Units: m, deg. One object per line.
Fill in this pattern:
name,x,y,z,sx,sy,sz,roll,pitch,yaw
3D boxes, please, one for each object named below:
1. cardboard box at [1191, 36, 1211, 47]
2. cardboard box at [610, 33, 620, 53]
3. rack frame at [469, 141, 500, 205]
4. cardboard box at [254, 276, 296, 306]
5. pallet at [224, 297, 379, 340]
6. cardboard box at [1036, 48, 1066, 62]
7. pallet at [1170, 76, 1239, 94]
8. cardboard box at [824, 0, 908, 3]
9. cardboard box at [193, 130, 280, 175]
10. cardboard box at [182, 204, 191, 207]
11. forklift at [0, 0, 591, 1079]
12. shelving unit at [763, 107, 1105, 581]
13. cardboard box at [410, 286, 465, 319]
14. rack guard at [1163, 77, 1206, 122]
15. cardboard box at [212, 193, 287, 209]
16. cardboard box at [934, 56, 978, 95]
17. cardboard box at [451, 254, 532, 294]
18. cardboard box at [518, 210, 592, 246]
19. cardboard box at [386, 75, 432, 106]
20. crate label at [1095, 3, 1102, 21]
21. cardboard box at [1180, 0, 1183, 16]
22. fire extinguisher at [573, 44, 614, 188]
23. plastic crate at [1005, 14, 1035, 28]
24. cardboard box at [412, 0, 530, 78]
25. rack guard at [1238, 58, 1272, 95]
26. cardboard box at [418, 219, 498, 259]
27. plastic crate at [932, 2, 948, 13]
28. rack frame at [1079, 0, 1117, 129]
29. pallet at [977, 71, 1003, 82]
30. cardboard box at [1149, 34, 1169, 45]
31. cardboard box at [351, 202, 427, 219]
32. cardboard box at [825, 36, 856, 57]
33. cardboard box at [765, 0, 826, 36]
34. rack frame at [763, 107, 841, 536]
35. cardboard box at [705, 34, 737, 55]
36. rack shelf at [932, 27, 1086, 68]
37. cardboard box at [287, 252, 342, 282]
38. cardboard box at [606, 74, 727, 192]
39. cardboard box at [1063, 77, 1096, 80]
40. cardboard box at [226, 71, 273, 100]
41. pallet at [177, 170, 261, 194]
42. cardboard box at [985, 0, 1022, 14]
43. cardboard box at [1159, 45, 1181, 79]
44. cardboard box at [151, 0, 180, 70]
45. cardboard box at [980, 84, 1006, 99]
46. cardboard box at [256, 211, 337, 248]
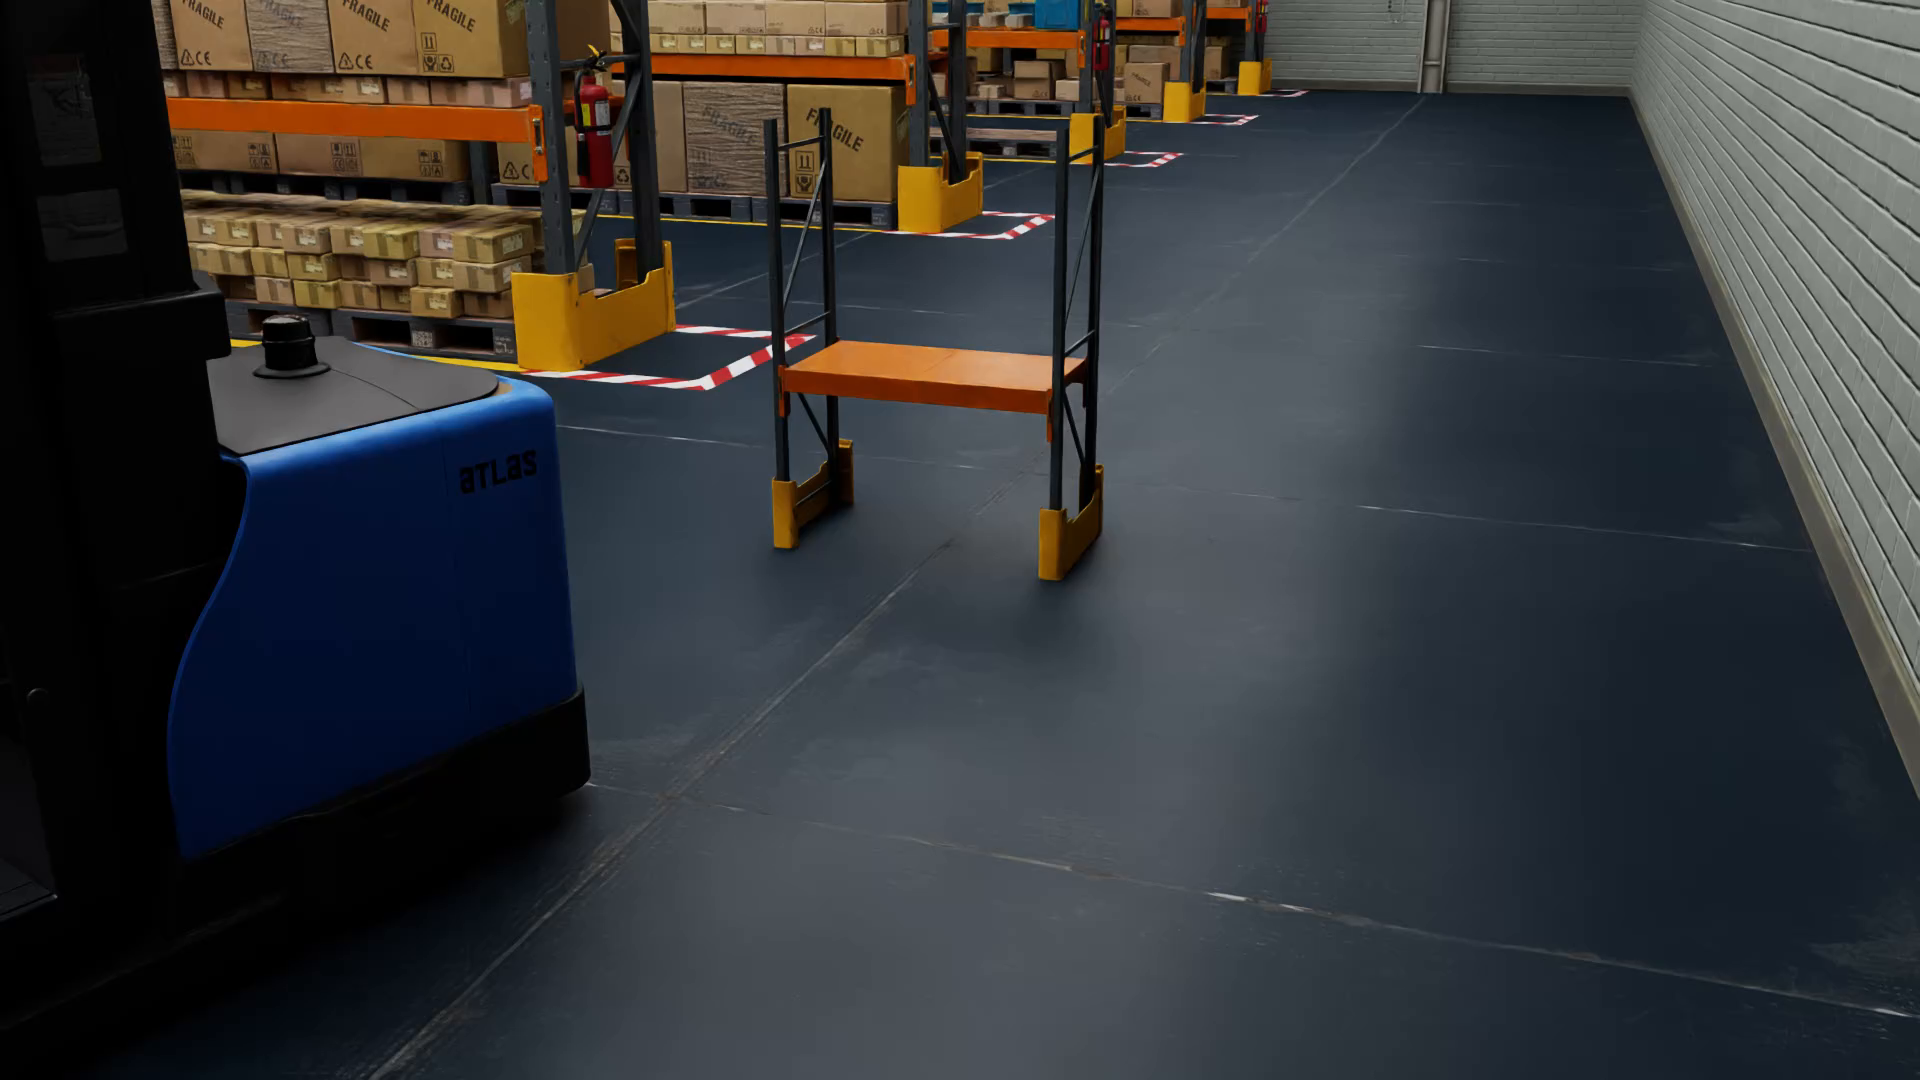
cardboard box,3.831,-7.942,26.478,0.250,0.149,0.380,6,20,17
cardboard box,-2.791,-4.062,13.553,0.250,0.149,0.380,6,20,17
rack frame,-3.949,-4.428,14.222,0.127,3.000,1.000,7,20,18
cardboard box,-3.708,-1.427,9.305,0.250,0.149,0.380,7,20,19
pallet,-3.870,-1.387,9.735,1.213,0.211,1.003,7,20,18
cardboard box,1.600,-7.954,27.496,0.500,0.500,0.700,7,20,19
pallet,3.925,-7.361,26.874,1.213,0.211,1.003,7,20,18
cardboard box,-0.717,-4.390,12.751,0.500,0.500,0.500,7,20,19
cardboard box,-6.243,-3.875,15.227,0.875,0.875,1.225,7,20,18
cardboard box,-4.665,-1.847,9.607,0.250,0.149,0.380,6,20,17
forklift,-2.223,-0.439,2.883,1.130,2.935,3.031,14,24,35
shelving unit,-0.072,-0.716,5.853,1.083,1.500,0.587,7,20,18
cardboard box,-2.736,-1.305,8.956,0.250,0.149,0.380,7,20,20
rack guard,3.012,-5.903,22.252,0.348,0.500,1.175,7,20,18
cardboard box,-4.253,-1.979,9.987,0.250,0.149,0.380,6,20,15
cardboard box,-0.063,-6.562,23.472,0.500,0.500,0.500,7,20,18
cardboard box,-2.486,-1.425,8.850,0.250,0.149,0.380,6,20,17
cardboard box,-2.277,-1.760,9.357,0.250,0.149,0.380,6,20,16
cardboard box,-2.759,-2.354,8.655,0.250,0.149,0.380,6,20,18
crate label,1.330,-5.614,17.788,0.303,0.233,0.416,7,20,18
cardboard box,2.751,-7.253,22.174,0.500,0.500,0.500,7,20,19
fire extinguisher,-1.807,-2.081,8.174,0.183,0.674,0.296,7,20,18
plastic crate,0.625,-5.471,17.525,0.243,0.136,0.396,7,20,18
cardboard box,-2.403,-2.621,8.434,0.500,0.500,0.500,7,20,19
rack guard,4.729,-7.433,26.641,0.348,0.500,1.175,7,20,18
cardboard box,-2.695,-1.621,8.959,0.250,0.149,0.380,7,20,19
plastic crate,-0.198,-5.789,18.289,0.300,0.233,0.416,7,20,18
rack frame,1.455,-5.536,17.400,0.127,3.000,1.000,7,20,18
pallet,0.174,-7.791,28.108,1.213,0.211,1.003,7,20,18
cardboard box,3.240,-8.143,27.053,0.250,0.149,0.380,7,20,19
cardboard box,-3.293,-1.853,9.625,0.250,0.149,0.380,7,21,20
cardboard box,-0.861,-3.841,12.919,0.250,0.149,0.380,7,20,19
cardboard box,-1.194,-4.090,13.029,0.500,0.250,0.500,6,20,17
rack frame,-0.561,-0.772,6.013,0.032,1.500,0.500,7,20,18
cardboard box,-1.825,-3.951,13.235,0.250,0.149,0.380,7,20,18
rack shelf,-0.434,-5.412,18.138,4.000,0.370,1.077,7,20,18
cardboard box,-3.471,-1.533,9.158,0.250,0.149,0.380,7,20,19
cardboard box,-2.502,-3.430,13.948,0.875,0.875,0.875,7,20,18
cardboard box,1.719,-6.240,22.929,0.500,0.250,0.500,7,20,18
cardboard box,-3.738,-2.483,9.025,0.250,0.149,0.380,7,20,19
pallet,-7.008,-3.435,15.609,1.213,0.211,1.003,7,20,18
cardboard box,0.654,-7.306,22.327,0.500,0.500,0.500,6,20,18
cardboard box,3.539,-7.733,26.862,0.500,0.500,0.700,6,20,18
cardboard box,-4.353,-2.836,9.050,0.500,0.500,0.500,6,20,17
cardboard box,0.451,-6.175,22.869,0.250,0.166,0.380,7,20,18
cardboard box,-3.690,-1.732,9.277,0.250,0.149,0.380,6,20,16
